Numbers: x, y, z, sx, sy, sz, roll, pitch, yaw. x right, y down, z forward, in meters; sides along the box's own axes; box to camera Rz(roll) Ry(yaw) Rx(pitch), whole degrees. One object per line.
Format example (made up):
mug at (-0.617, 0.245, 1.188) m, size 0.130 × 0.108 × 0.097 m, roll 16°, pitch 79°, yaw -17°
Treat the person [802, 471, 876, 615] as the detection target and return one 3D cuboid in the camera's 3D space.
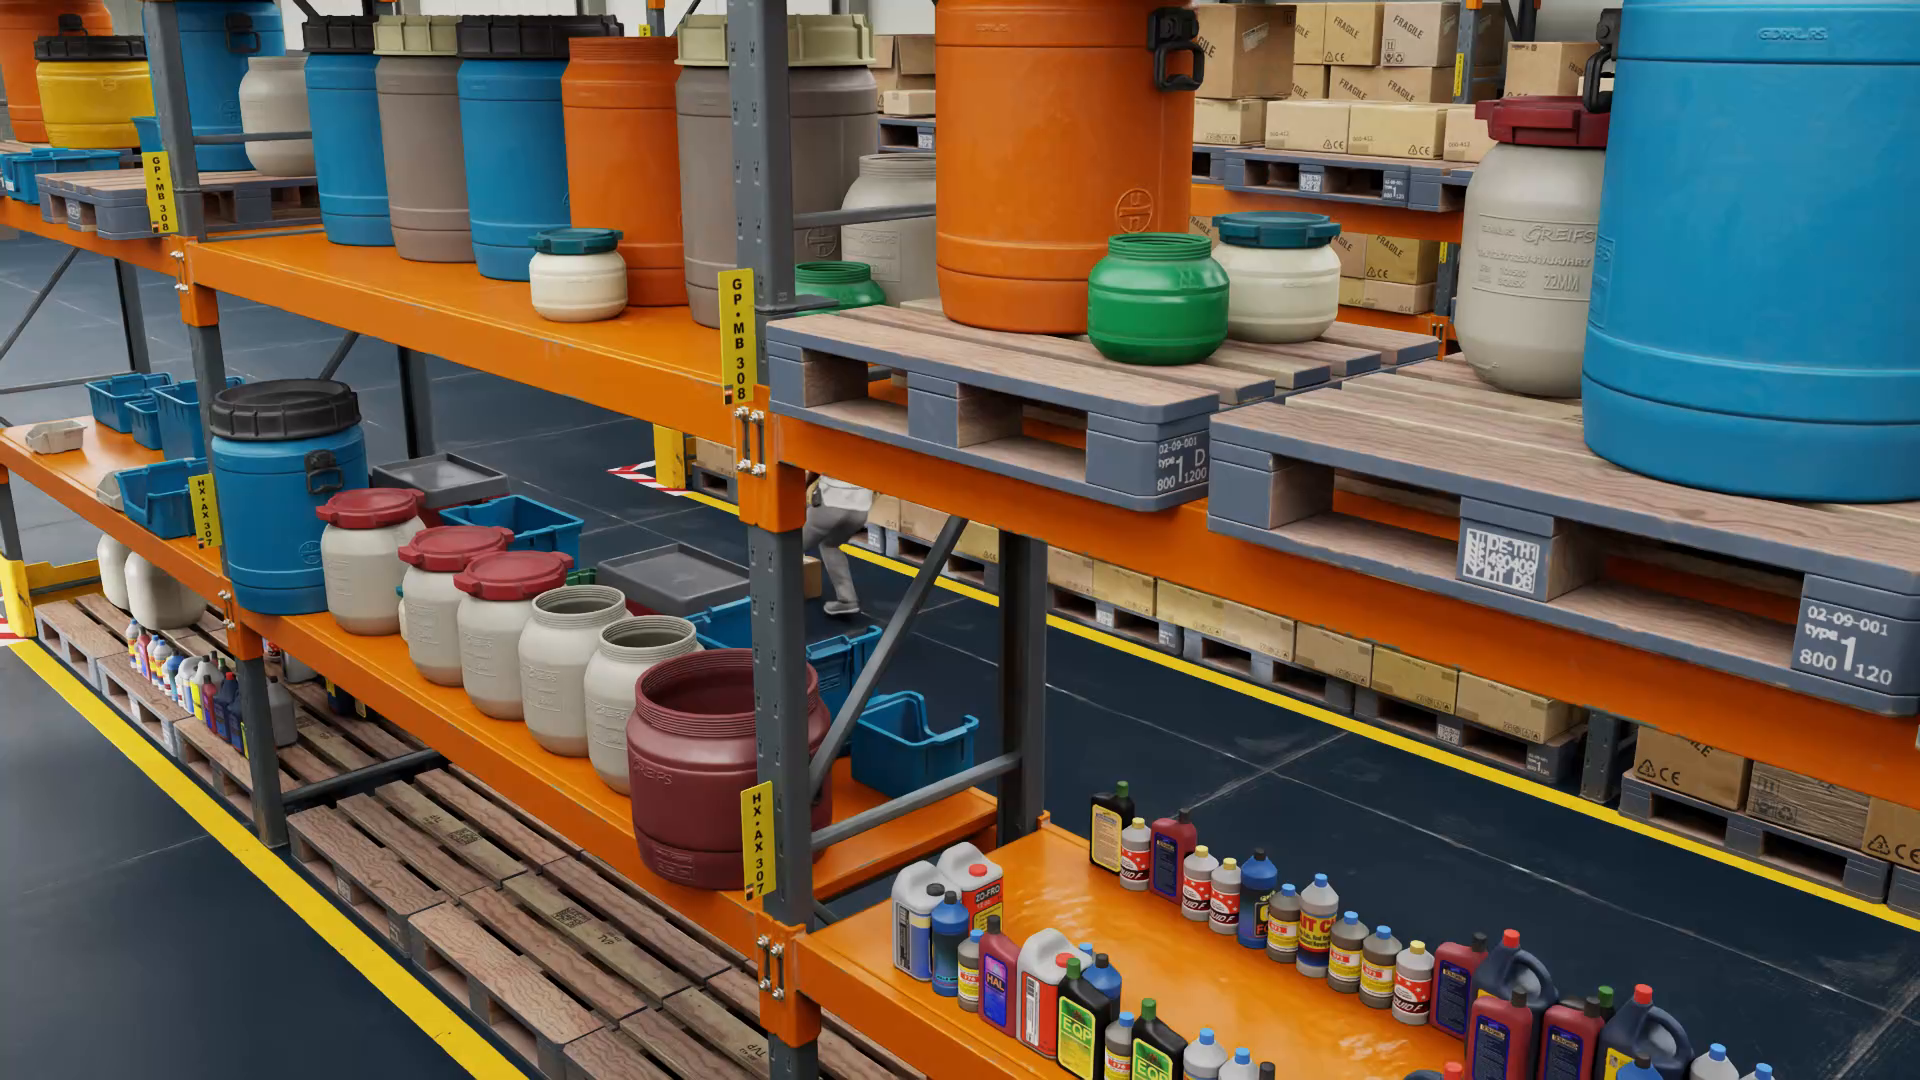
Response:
person at (-0.870, -0.222, 10.405) m, size 0.986 × 1.606 × 0.529 m, roll -16°, pitch 23°, yaw -41°
